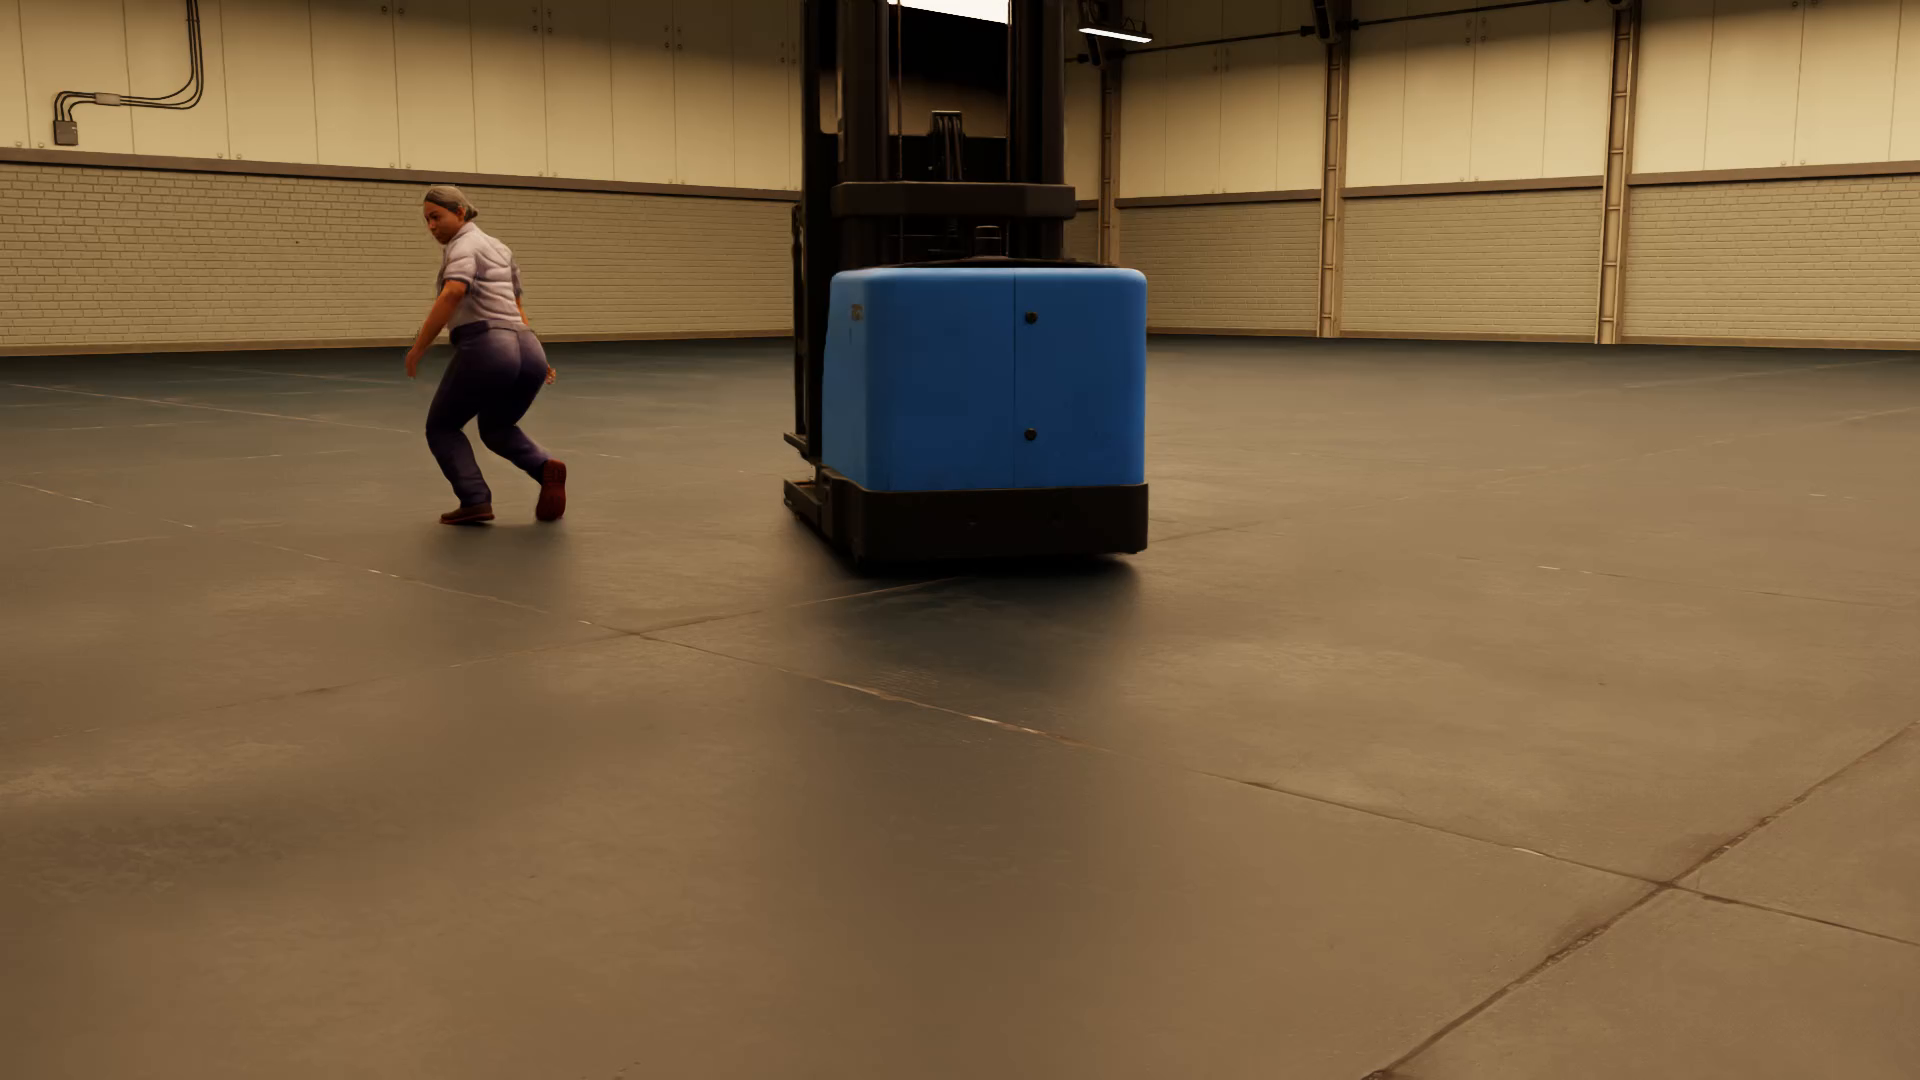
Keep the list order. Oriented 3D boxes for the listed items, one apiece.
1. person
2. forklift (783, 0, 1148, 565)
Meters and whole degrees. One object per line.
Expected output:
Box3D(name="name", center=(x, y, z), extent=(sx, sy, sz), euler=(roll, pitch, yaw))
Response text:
Box3D(name="person", center=(-2.020, -0.795, 7.244), extent=(0.559, 1.468, 0.841), euler=(4, 9, 25))
Box3D(name="forklift", center=(-0.168, -1.539, 7.097), extent=(1.130, 2.935, 3.031), euler=(-2, 9, -14))
